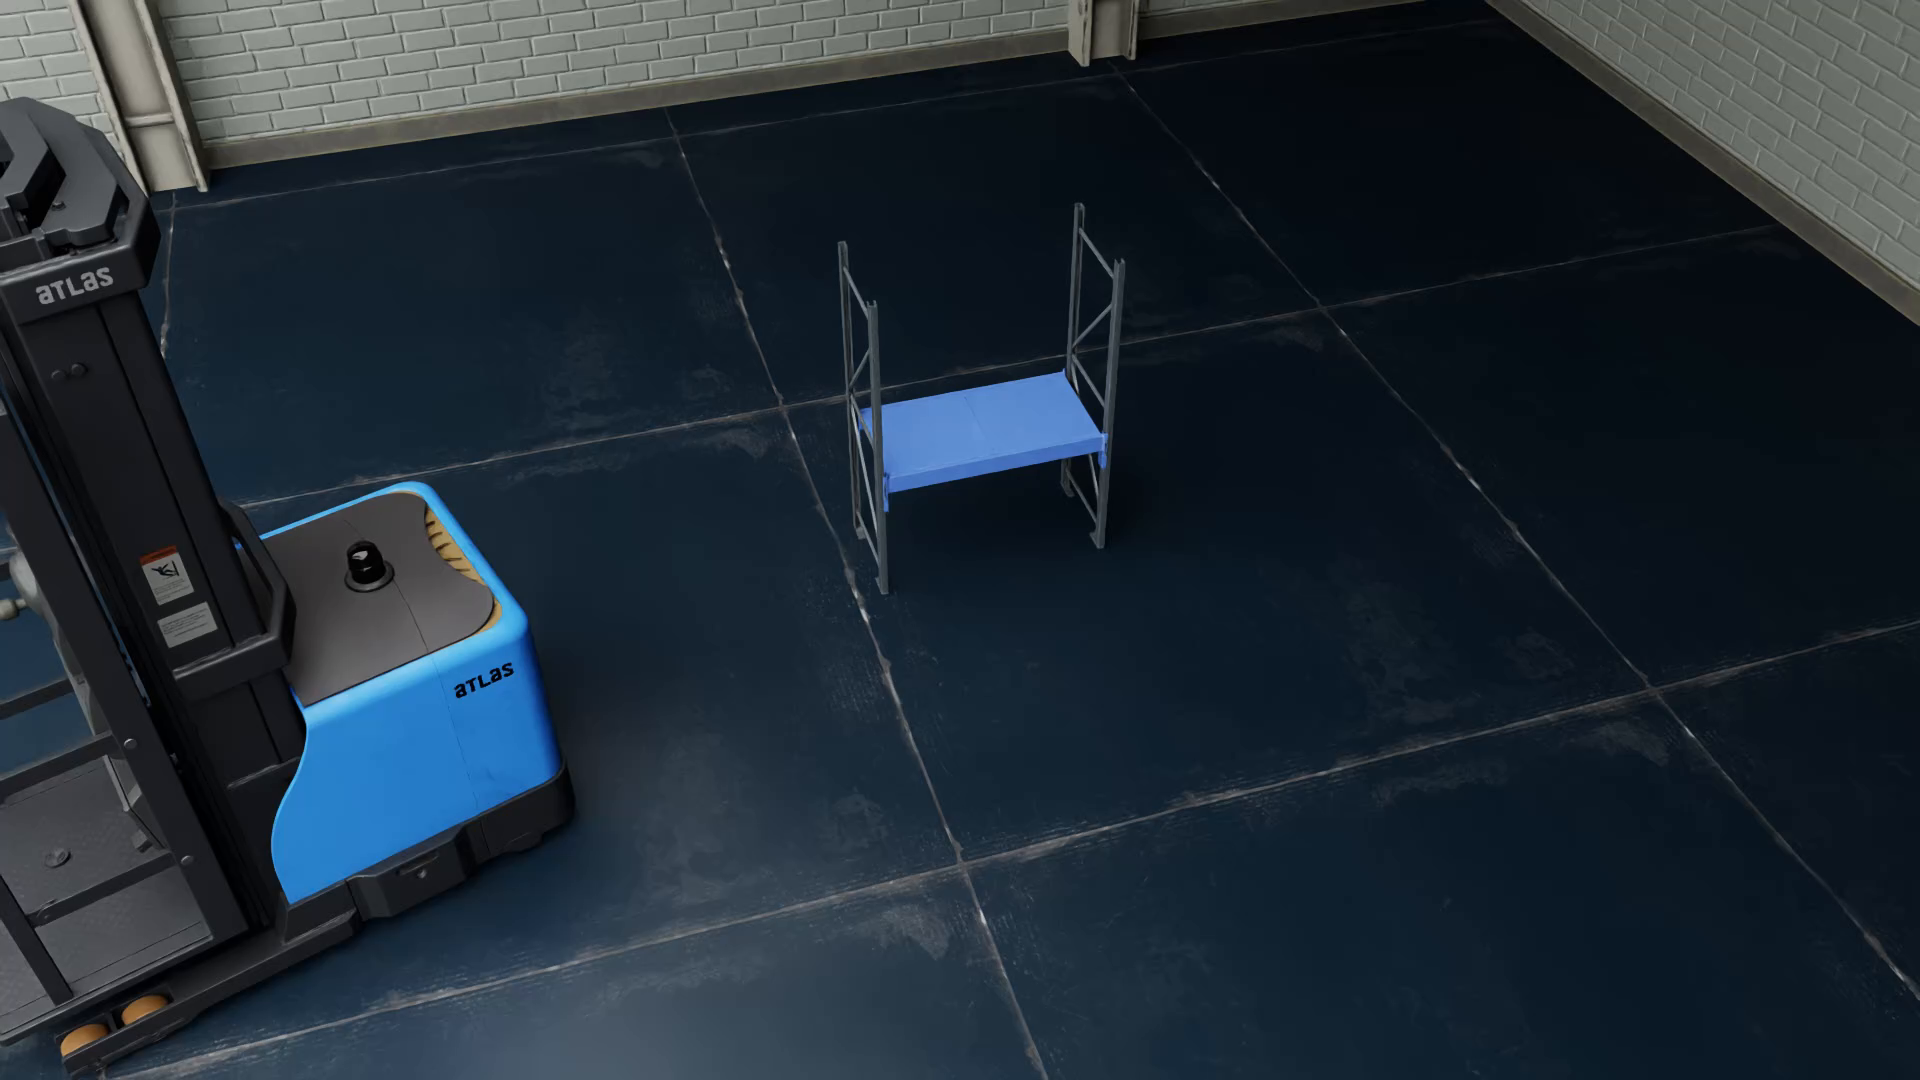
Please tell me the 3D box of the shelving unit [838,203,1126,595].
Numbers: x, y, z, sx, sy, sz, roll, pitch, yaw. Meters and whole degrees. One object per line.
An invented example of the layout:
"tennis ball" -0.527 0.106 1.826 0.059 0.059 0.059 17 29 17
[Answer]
"shelving unit" 0.081 -0.582 7.125 1.048 1.500 0.538 -12 42 -13

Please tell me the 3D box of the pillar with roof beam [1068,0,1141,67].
"pillar with roof beam" 2.264 -4.030 5.373 0.400 9.000 9.100 -12 42 -13

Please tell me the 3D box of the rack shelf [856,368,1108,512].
"rack shelf" 0.081 -0.446 7.244 1.000 0.185 0.538 -12 42 -13

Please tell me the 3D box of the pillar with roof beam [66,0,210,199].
"pillar with roof beam" -3.459 -2.844 4.016 0.400 9.000 9.100 -12 42 -13

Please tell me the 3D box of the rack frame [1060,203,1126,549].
"rack frame" 0.566 -0.682 7.240 0.032 1.500 0.500 -12 42 -13

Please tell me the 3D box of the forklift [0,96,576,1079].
"forklift" -2.961 0.279 5.053 3.031 2.935 1.130 -25 47 -26

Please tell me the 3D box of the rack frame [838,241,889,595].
"rack frame" -0.404 -0.481 7.010 0.032 1.500 0.500 -12 42 -13
